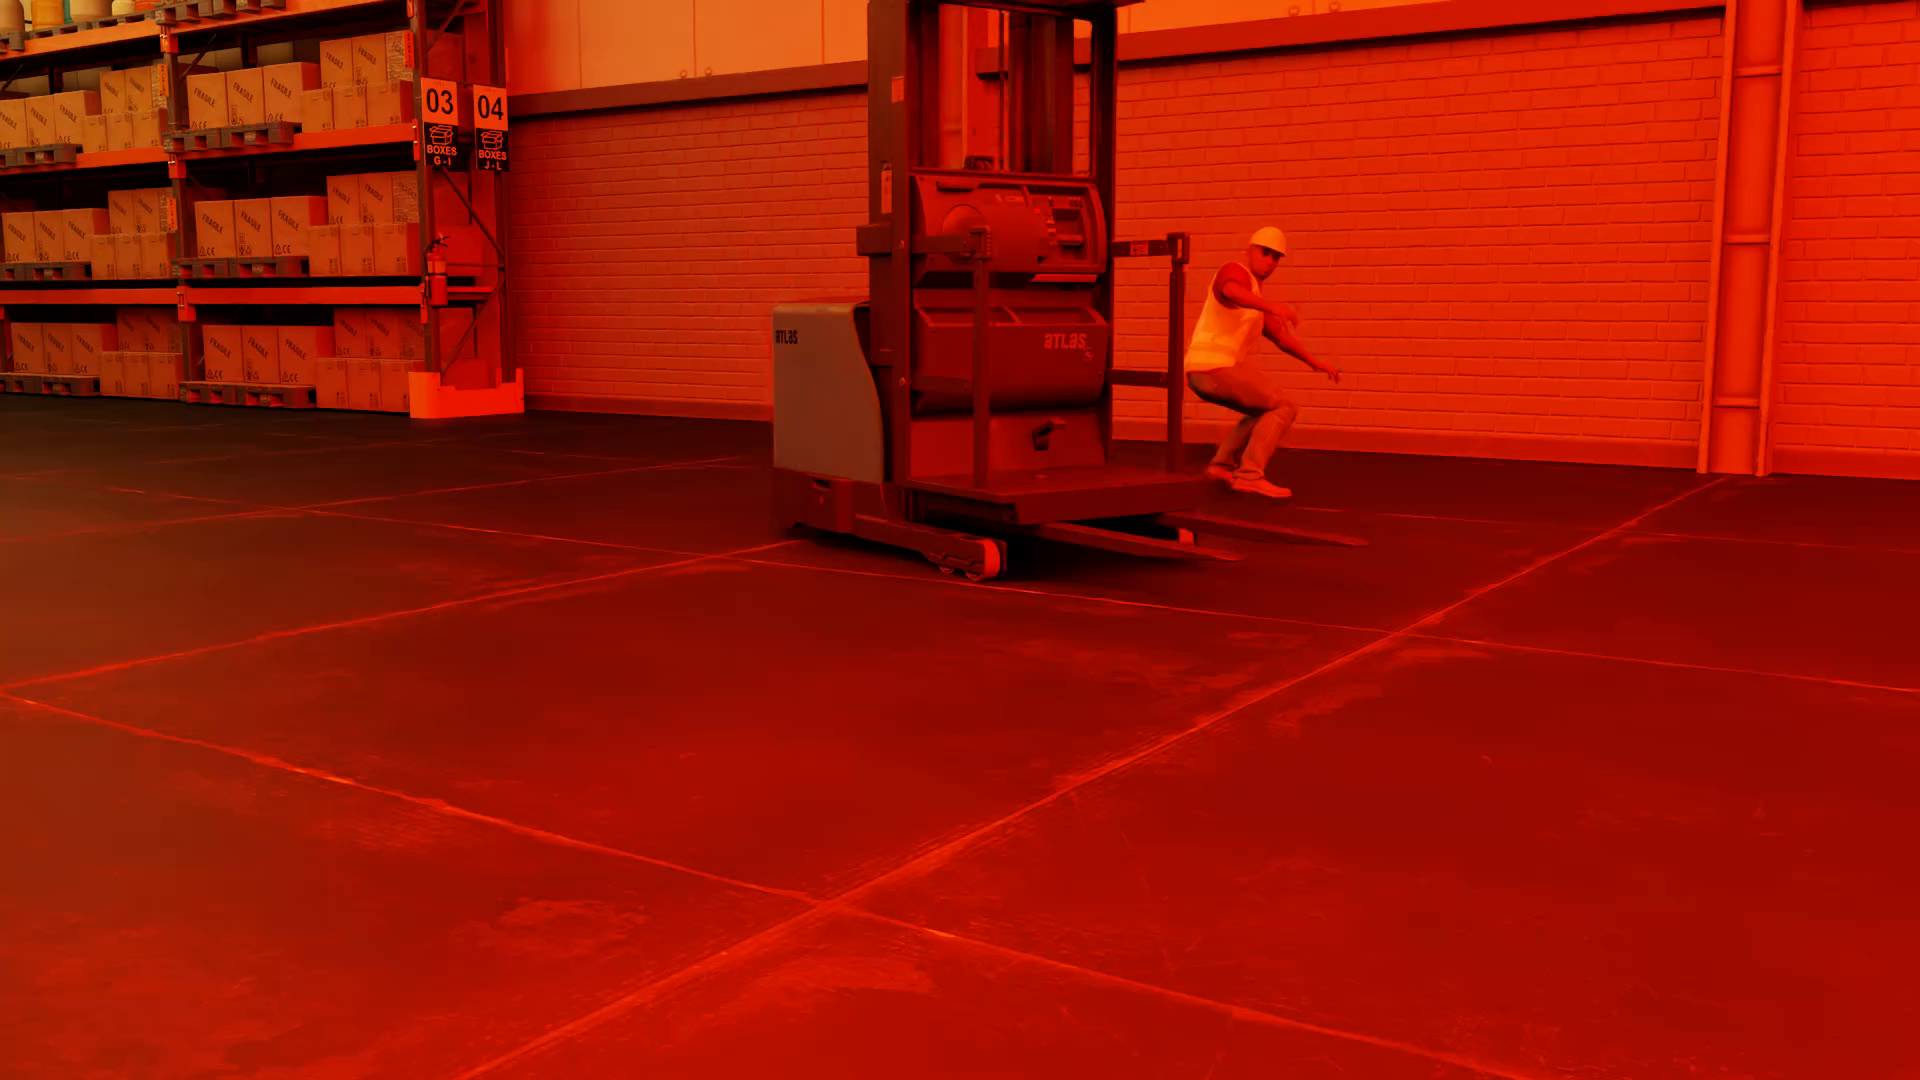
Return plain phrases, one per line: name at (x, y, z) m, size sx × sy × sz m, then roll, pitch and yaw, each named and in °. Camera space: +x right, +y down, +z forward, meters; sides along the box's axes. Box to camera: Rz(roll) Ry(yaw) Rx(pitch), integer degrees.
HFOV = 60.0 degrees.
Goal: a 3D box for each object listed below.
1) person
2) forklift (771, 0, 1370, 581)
person at (1.671, -0.945, 9.056) m, size 0.914 × 1.508 × 0.844 m, roll 1°, pitch 8°, yaw 5°
forklift at (0.343, -1.366, 6.800) m, size 1.130 × 2.935 × 3.031 m, roll -5°, pitch 10°, yaw -33°
